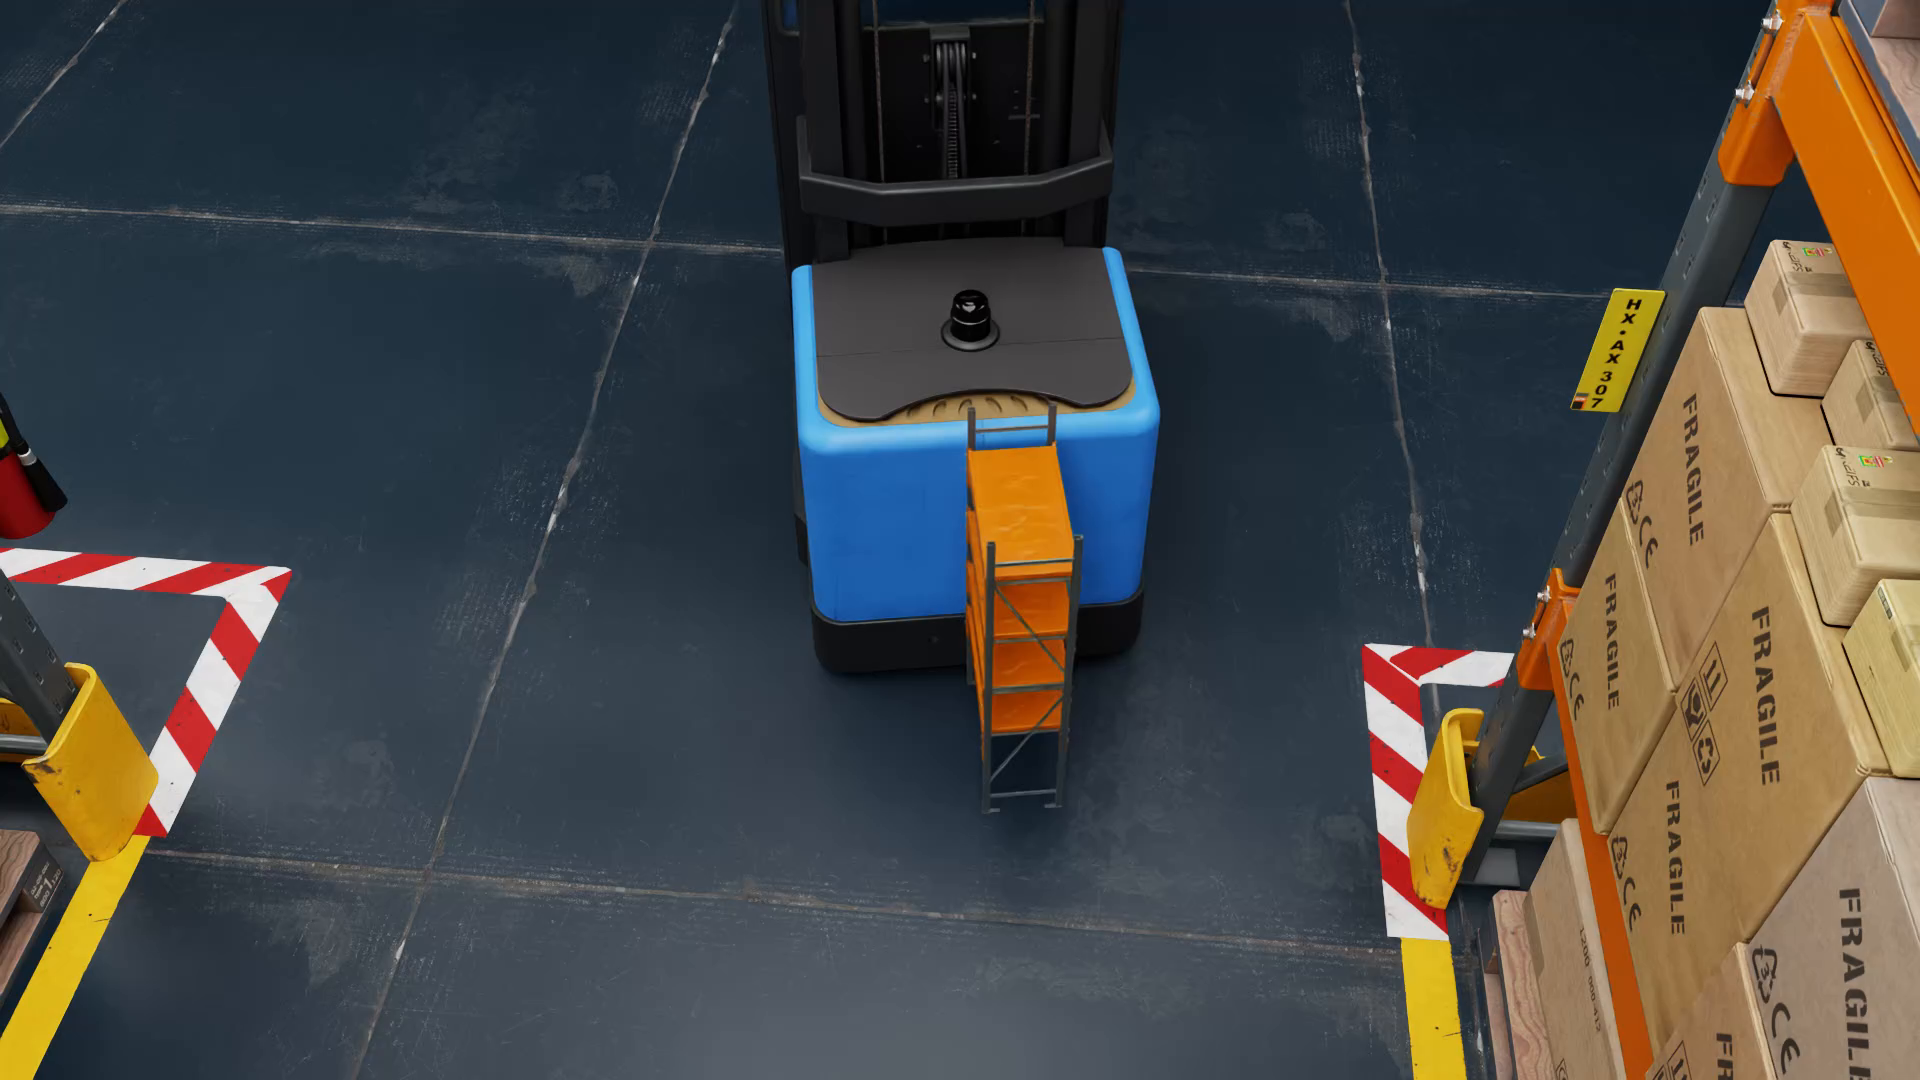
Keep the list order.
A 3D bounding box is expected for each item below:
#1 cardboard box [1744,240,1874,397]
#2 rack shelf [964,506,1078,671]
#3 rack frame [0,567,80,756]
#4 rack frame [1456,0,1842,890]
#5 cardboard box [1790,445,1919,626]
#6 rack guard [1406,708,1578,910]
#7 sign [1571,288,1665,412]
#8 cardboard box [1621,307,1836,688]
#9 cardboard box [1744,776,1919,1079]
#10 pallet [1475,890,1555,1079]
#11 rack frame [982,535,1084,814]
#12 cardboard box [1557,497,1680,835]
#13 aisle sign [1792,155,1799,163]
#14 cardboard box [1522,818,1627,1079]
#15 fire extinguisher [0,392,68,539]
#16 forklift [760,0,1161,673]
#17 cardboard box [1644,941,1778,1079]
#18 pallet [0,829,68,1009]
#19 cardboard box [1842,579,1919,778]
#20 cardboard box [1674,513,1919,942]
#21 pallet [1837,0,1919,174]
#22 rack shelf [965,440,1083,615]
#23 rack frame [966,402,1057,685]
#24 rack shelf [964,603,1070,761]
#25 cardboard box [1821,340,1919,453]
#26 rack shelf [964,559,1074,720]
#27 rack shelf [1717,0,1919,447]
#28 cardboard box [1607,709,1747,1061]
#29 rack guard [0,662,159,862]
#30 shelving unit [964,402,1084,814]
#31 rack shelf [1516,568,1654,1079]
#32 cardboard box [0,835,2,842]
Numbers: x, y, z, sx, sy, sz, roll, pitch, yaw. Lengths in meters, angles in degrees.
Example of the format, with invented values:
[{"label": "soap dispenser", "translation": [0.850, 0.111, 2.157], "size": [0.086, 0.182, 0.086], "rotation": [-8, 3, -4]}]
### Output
[{"label": "cardboard box", "translation": [1.598, -0.374, 2.874], "size": [0.380, 0.149, 0.250], "rotation": [5, 48, 4]}, {"label": "rack shelf", "translation": [0.164, 0.121, 4.615], "size": [0.258, 0.148, 0.480], "rotation": [-4, 48, -4]}, {"label": "rack frame", "translation": [-3.033, -0.285, 3.978], "size": [1.000, 3.000, 0.127], "rotation": [4, 48, 4]}, {"label": "rack frame", "translation": [1.906, -0.026, 3.741], "size": [1.000, 3.000, 0.127], "rotation": [4, 48, 4]}, {"label": "cardboard box", "translation": [1.507, 0.007, 2.526], "size": [0.380, 0.149, 0.250], "rotation": [5, 48, 5]}, {"label": "rack guard", "translation": [1.908, 0.800, 4.680], "size": [1.175, 0.500, 0.348], "rotation": [4, 48, 4]}, {"label": "sign", "translation": [1.354, -0.387, 3.431], "size": [0.100, 0.325, 0.005], "rotation": [4, 48, 4]}, {"label": "cardboard box", "translation": [1.579, -0.064, 3.030], "size": [0.500, 0.500, 0.500], "rotation": [3, 48, 3]}, {"label": "cardboard box", "translation": [1.499, 0.695, 2.336], "size": [0.500, 0.500, 0.500], "rotation": [4, 48, 3]}, {"label": "pallet", "translation": [1.911, 1.508, 4.228], "size": [1.003, 0.211, 1.213], "rotation": [4, 48, 4]}, {"label": "rack frame", "translation": [0.187, 0.405, 4.566], "size": [0.240, 1.200, 0.015], "rotation": [-4, 48, -4]}, {"label": "cardboard box", "translation": [1.576, 0.273, 3.399], "size": [0.500, 0.500, 0.500], "rotation": [4, 48, 3]}, {"label": "aisle sign", "translation": [1.624, -0.976, 2.848], "size": [0.394, 0.787, 0.004], "rotation": [4, 48, 4]}, {"label": "cardboard box", "translation": [1.945, 1.188, 4.082], "size": [0.875, 0.438, 0.875], "rotation": [2, 48, 2]}, {"label": "fire extinguisher", "translation": [-2.550, -0.287, 4.285], "size": [0.296, 0.674, 0.183], "rotation": [4, 48, 4]}, {"label": "forklift", "translation": [-0.075, -1.661, 5.283], "size": [1.130, 2.935, 3.031], "rotation": [-4, 48, -4]}, {"label": "cardboard box", "translation": [1.494, 1.020, 2.717], "size": [0.500, 0.500, 0.500], "rotation": [4, 48, 3]}, {"label": "pallet", "translation": [-3.149, 1.307, 4.412], "size": [1.003, 0.211, 1.213], "rotation": [4, 48, 4]}, {"label": "cardboard box", "translation": [1.501, 0.201, 2.348], "size": [0.380, 0.149, 0.250], "rotation": [2, 48, 2]}, {"label": "cardboard box", "translation": [1.538, 0.316, 2.683], "size": [0.500, 0.500, 0.500], "rotation": [3, 48, 2]}, {"label": "pallet", "translation": [1.849, -0.463, 2.168], "size": [1.003, 0.211, 1.213], "rotation": [4, 48, 4]}, {"label": "rack shelf", "translation": [0.164, -0.039, 4.440], "size": [0.258, 0.148, 0.480], "rotation": [-4, 48, -4]}, {"label": "rack frame", "translation": [0.140, 0.047, 4.894], "size": [0.240, 1.200, 0.015], "rotation": [-4, 48, -4]}, {"label": "rack shelf", "translation": [0.164, 0.406, 4.926], "size": [0.258, 0.148, 0.480], "rotation": [-4, 48, -4]}, {"label": "cardboard box", "translation": [1.645, -0.177, 2.694], "size": [0.380, 0.149, 0.250], "rotation": [5, 48, 4]}, {"label": "rack shelf", "translation": [0.164, 0.272, 4.780], "size": [0.258, 0.148, 0.480], "rotation": [-4, 48, -4]}, {"label": "rack shelf", "translation": [1.724, 0.674, 1.556], "size": [1.077, 0.370, 4.000], "rotation": [4, 48, 4]}, {"label": "cardboard box", "translation": [1.558, 0.647, 3.058], "size": [0.500, 0.500, 0.500], "rotation": [3, 48, 3]}, {"label": "rack guard", "translation": [-3.040, 0.615, 4.849], "size": [1.175, 0.500, 0.348], "rotation": [4, 48, 4]}, {"label": "shelving unit", "translation": [0.164, 0.226, 4.730], "size": [0.258, 1.200, 0.503], "rotation": [-4, 48, -4]}, {"label": "rack shelf", "translation": [1.724, 1.686, 2.662], "size": [1.077, 0.370, 4.000], "rotation": [4, 48, 4]}, {"label": "cardboard box", "translation": [-2.797, 0.842, 4.393], "size": [0.380, 0.149, 0.250], "rotation": [3, 48, 2]}]
